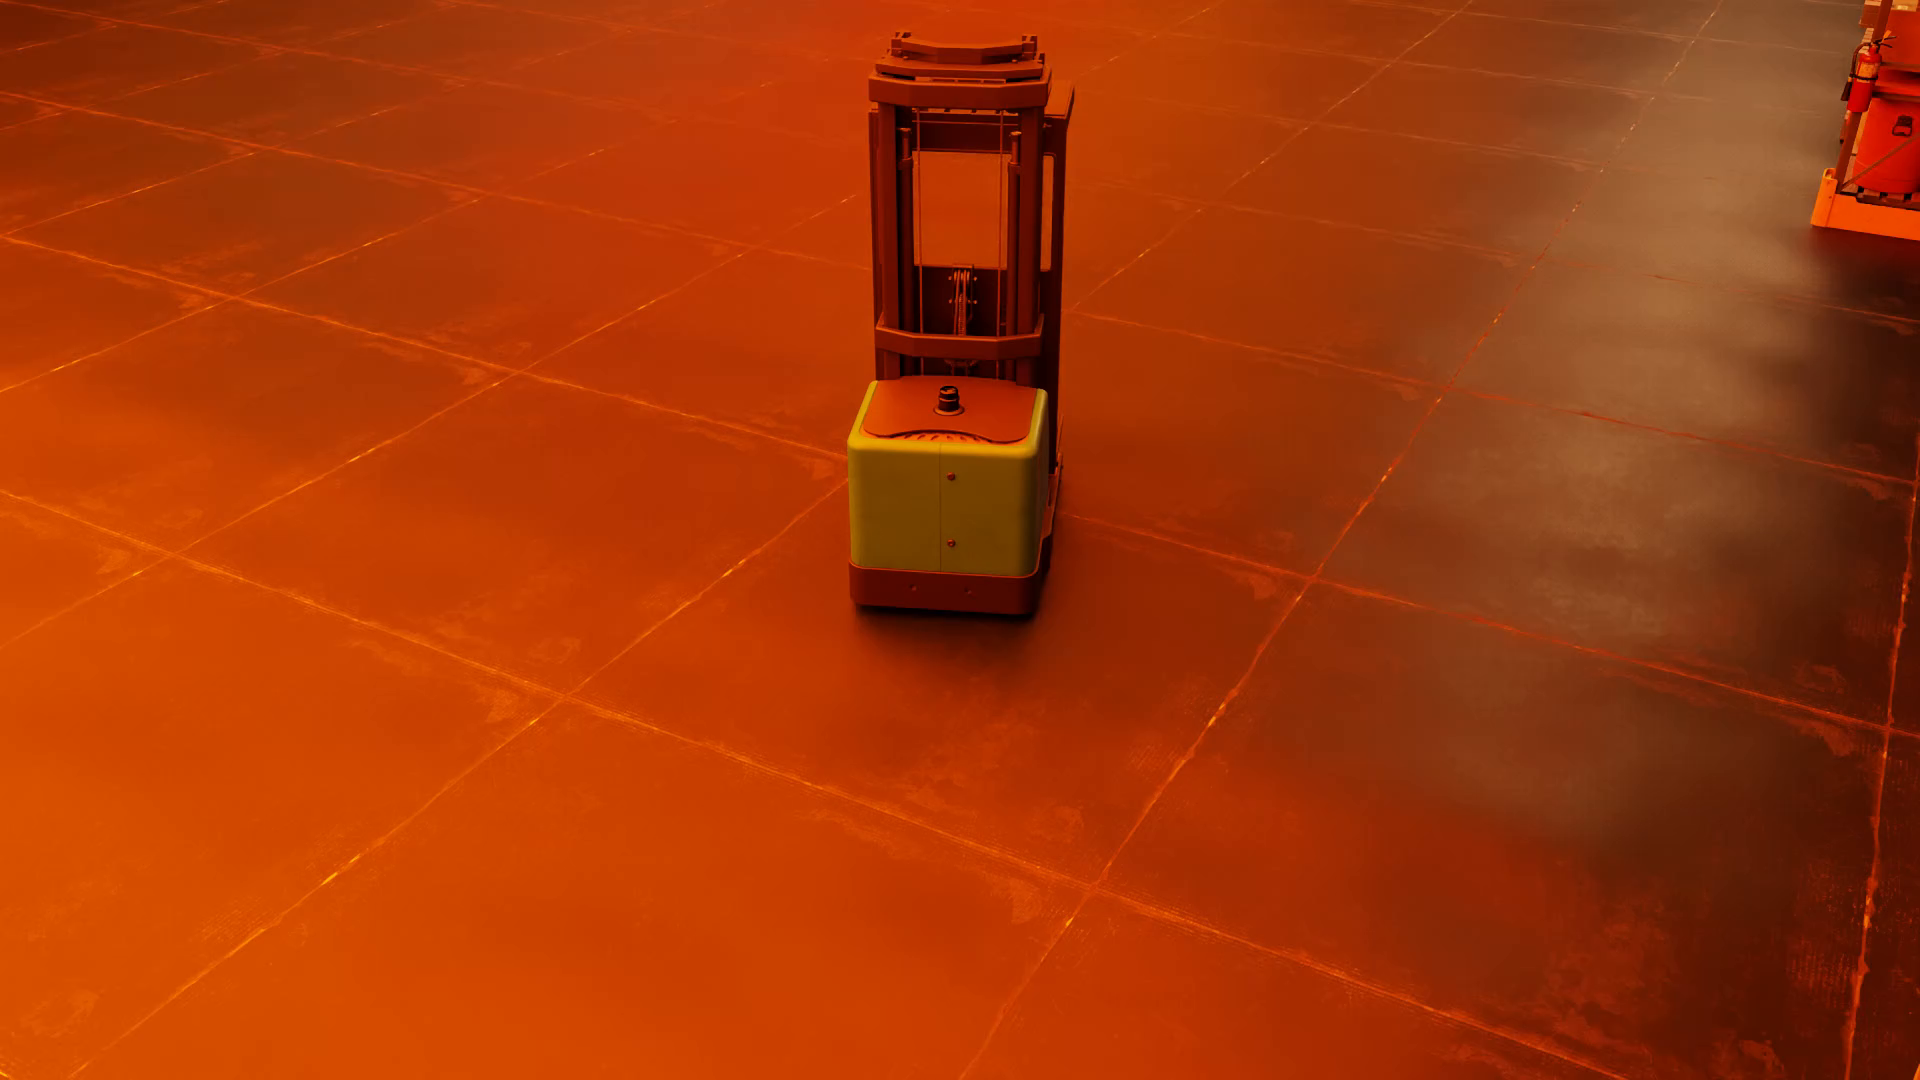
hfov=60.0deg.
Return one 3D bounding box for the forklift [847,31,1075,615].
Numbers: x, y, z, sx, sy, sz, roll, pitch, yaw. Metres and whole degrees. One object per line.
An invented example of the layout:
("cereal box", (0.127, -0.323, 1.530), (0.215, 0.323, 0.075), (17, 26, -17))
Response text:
("forklift", (0.072, -1.572, 9.794), (1.130, 2.935, 3.031), (3, 30, 6))
